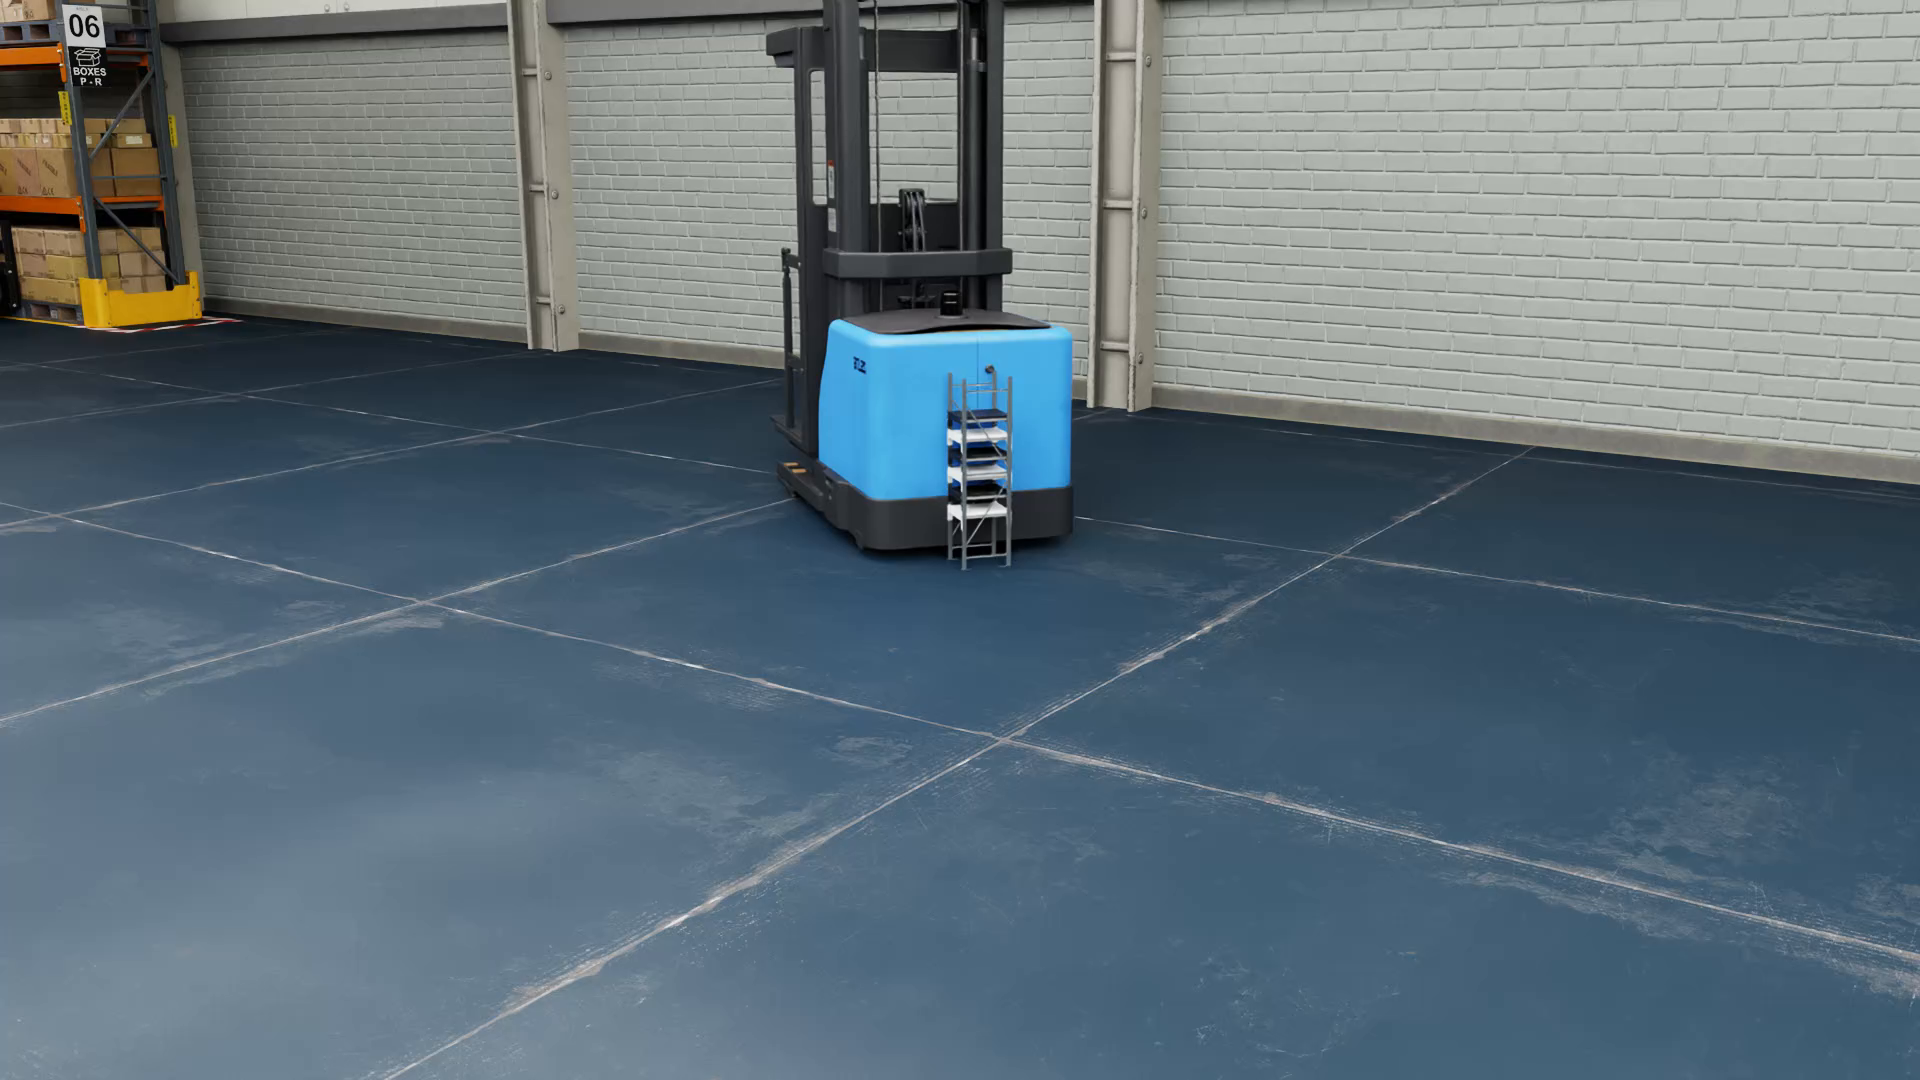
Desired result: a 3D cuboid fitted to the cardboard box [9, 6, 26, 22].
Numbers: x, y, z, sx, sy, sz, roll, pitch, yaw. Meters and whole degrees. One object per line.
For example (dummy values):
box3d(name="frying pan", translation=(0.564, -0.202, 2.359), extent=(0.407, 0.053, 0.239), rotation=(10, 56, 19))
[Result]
box3d(name="cardboard box", translation=(-9.555, -5.418, 17.166), extent=(0.250, 0.149, 0.380), rotation=(9, 16, 31))

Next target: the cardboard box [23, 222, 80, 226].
box3d(name="cardboard box", translation=(-10.238, -3.443, 18.758), extent=(0.500, 0.250, 0.500), rotation=(9, 16, 32))

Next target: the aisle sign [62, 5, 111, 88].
box3d(name="aisle sign", translation=(-8.808, -4.976, 16.770), extent=(0.004, 0.787, 0.394), rotation=(9, 17, 33))

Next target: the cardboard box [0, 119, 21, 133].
box3d(name="cardboard box", translation=(-10.011, -4.412, 17.728), extent=(0.250, 0.149, 0.380), rotation=(10, 17, 34))

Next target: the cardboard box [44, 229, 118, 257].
box3d(name="cardboard box", translation=(-9.254, -3.135, 17.513), extent=(0.500, 0.250, 0.500), rotation=(10, 17, 35))

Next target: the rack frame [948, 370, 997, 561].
box3d(name="rack frame", translation=(0.058, -0.348, 7.856), extent=(0.240, 0.900, 0.006), rotation=(-5, 15, -18))

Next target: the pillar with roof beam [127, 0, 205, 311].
box3d(name="pillar with roof beam", translation=(-11.176, -6.108, 14.269), extent=(0.400, 9.000, 9.100), rotation=(9, 17, 33))

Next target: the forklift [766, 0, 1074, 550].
box3d(name="forklift", translation=(-0.401, -1.683, 9.023), extent=(1.130, 2.935, 3.031), rotation=(-5, 15, -18))

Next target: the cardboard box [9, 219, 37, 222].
box3d(name="cardboard box", translation=(-11.072, -3.580, 19.308), extent=(0.500, 0.250, 0.500), rotation=(9, 16, 32))

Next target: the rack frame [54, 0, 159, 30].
box3d(name="rack frame", translation=(-8.698, -6.693, 16.634), extent=(0.127, 3.000, 1.000), rotation=(9, 17, 33))

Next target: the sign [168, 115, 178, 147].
box3d(name="sign", translation=(-8.384, -4.349, 17.685), extent=(0.005, 0.325, 0.100), rotation=(9, 17, 33))

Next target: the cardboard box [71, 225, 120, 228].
box3d(name="cardboard box", translation=(-9.408, -3.304, 18.195), extent=(0.500, 0.250, 0.500), rotation=(9, 17, 33))

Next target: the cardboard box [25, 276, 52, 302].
box3d(name="cardboard box", translation=(-9.672, -2.719, 17.912), extent=(0.500, 0.250, 0.500), rotation=(9, 17, 33))

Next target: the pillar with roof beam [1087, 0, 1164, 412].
box3d(name="pillar with roof beam", translation=(-1.218, -4.498, 7.768), extent=(0.400, 9.000, 9.100), rotation=(9, 17, 33))

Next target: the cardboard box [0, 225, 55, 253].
box3d(name="cardboard box", translation=(-10.106, -3.268, 18.050), extent=(0.500, 0.250, 0.500), rotation=(9, 17, 34))

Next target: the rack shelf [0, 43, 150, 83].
box3d(name="rack shelf", translation=(-10.358, -5.156, 18.164), extent=(4.000, 0.370, 1.077), rotation=(9, 17, 33))

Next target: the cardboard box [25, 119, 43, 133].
box3d(name="cardboard box", translation=(-9.567, -4.351, 17.482), extent=(0.250, 0.149, 0.380), rotation=(10, 17, 34))

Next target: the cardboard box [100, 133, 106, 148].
box3d(name="cardboard box", translation=(-9.075, -4.262, 17.740), extent=(0.250, 0.149, 0.380), rotation=(9, 17, 33))

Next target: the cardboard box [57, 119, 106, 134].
box3d(name="cardboard box", translation=(-9.113, -4.295, 17.253), extent=(0.250, 0.149, 0.380), rotation=(9, 17, 33))

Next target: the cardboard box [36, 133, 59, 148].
box3d(name="cardboard box", translation=(-9.371, -4.163, 17.341), extent=(0.250, 0.149, 0.380), rotation=(9, 17, 34))

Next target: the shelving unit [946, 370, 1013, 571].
box3d(name="shelving unit", translation=(0.091, -0.325, 7.763), extent=(0.258, 0.900, 0.210), rotation=(-5, 15, -18))

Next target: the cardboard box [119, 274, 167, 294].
box3d(name="cardboard box", translation=(-8.997, -2.755, 18.058), extent=(0.500, 0.250, 0.500), rotation=(9, 17, 33))

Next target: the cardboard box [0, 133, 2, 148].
box3d(name="cardboard box", translation=(-10.220, -4.302, 17.902), extent=(0.250, 0.149, 0.380), rotation=(9, 17, 33))

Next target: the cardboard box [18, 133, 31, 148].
box3d(name="cardboard box", translation=(-9.751, -4.246, 17.675), extent=(0.250, 0.149, 0.380), rotation=(9, 17, 32))

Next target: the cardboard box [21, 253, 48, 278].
box3d(name="cardboard box", translation=(-9.687, -2.965, 17.867), extent=(0.500, 0.250, 0.500), rotation=(9, 17, 32))

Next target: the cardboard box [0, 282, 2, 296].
box3d(name="cardboard box", translation=(-10.525, -2.853, 18.453), extent=(0.500, 0.250, 0.500), rotation=(10, 17, 35))

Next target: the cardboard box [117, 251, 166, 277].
box3d(name="cardboard box", translation=(-8.973, -2.997, 17.996), extent=(0.500, 0.250, 0.500), rotation=(10, 17, 34))

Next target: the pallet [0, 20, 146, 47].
box3d(name="pallet", translation=(-9.271, -5.294, 17.409), extent=(1.213, 0.211, 1.003), rotation=(9, 17, 33))

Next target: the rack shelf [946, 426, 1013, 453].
box3d(name="rack shelf", translation=(0.091, -0.467, 7.727), extent=(0.258, 0.077, 0.200), rotation=(-5, 15, -18))

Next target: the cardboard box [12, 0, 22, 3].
box3d(name="cardboard box", translation=(-9.996, -5.706, 17.599), extent=(0.500, 0.500, 0.700), rotation=(9, 17, 33))

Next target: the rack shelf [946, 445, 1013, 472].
box3d(name="rack shelf", translation=(0.091, -0.380, 7.749), extent=(0.258, 0.077, 0.200), rotation=(-5, 15, -18))

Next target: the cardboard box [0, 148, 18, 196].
box3d(name="cardboard box", translation=(-10.104, -3.983, 17.964), extent=(0.500, 0.500, 0.500), rotation=(9, 16, 32))

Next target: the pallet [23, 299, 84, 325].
box3d(name="pallet", translation=(-9.356, -2.522, 18.070), extent=(1.213, 0.211, 1.003), rotation=(9, 17, 33))

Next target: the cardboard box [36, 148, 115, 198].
box3d(name="cardboard box", translation=(-9.253, -3.843, 17.398), extent=(0.500, 0.500, 0.500), rotation=(9, 16, 32))

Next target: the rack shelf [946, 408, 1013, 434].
box3d(name="rack shelf", translation=(0.091, -0.555, 7.706), extent=(0.258, 0.077, 0.200), rotation=(-5, 15, -18))
